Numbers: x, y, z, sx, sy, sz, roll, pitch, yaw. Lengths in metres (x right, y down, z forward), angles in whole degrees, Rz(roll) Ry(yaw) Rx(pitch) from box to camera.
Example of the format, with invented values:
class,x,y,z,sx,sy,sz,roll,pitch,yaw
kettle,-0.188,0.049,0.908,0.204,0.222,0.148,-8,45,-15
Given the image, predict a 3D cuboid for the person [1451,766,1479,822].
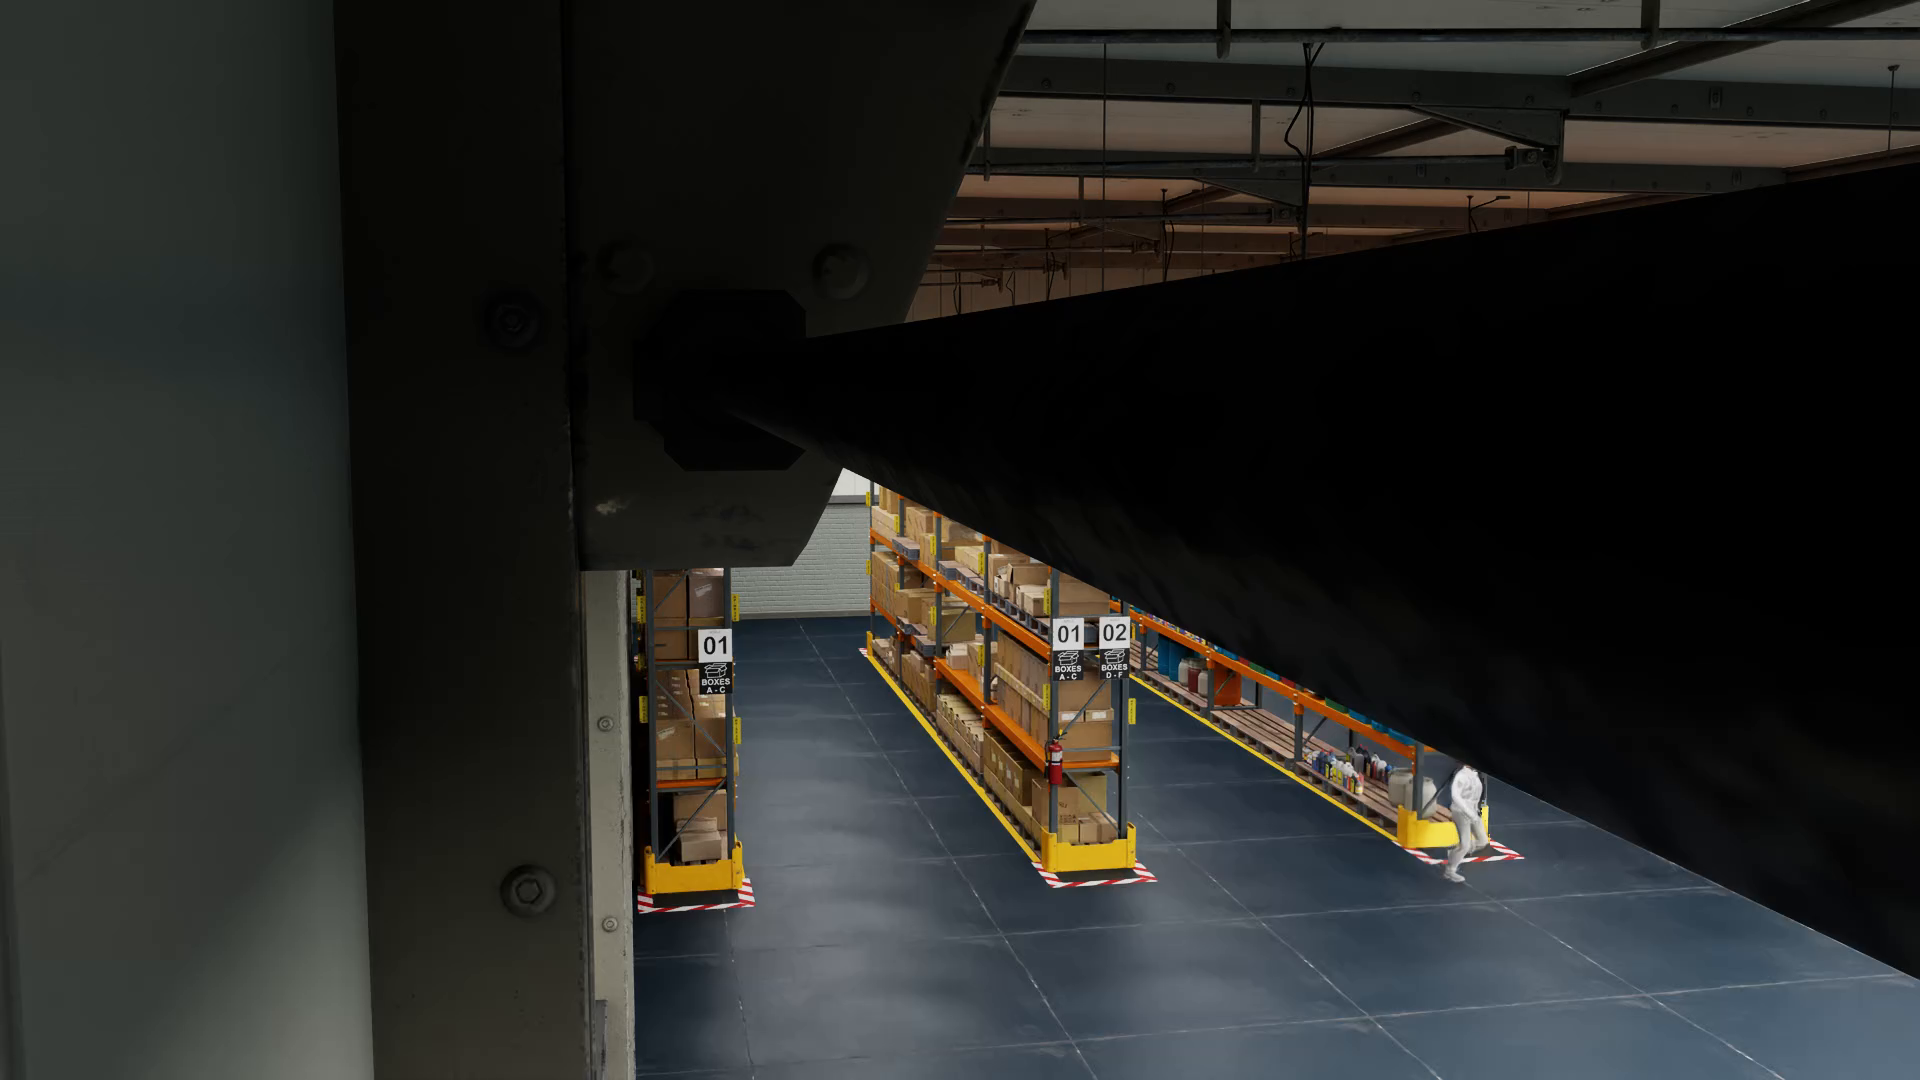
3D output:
class,x,y,z,sx,sy,sz,roll,pitch,yaw
person,6.297,3.021,20.551,0.438,0.915,0.669,5,8,41
